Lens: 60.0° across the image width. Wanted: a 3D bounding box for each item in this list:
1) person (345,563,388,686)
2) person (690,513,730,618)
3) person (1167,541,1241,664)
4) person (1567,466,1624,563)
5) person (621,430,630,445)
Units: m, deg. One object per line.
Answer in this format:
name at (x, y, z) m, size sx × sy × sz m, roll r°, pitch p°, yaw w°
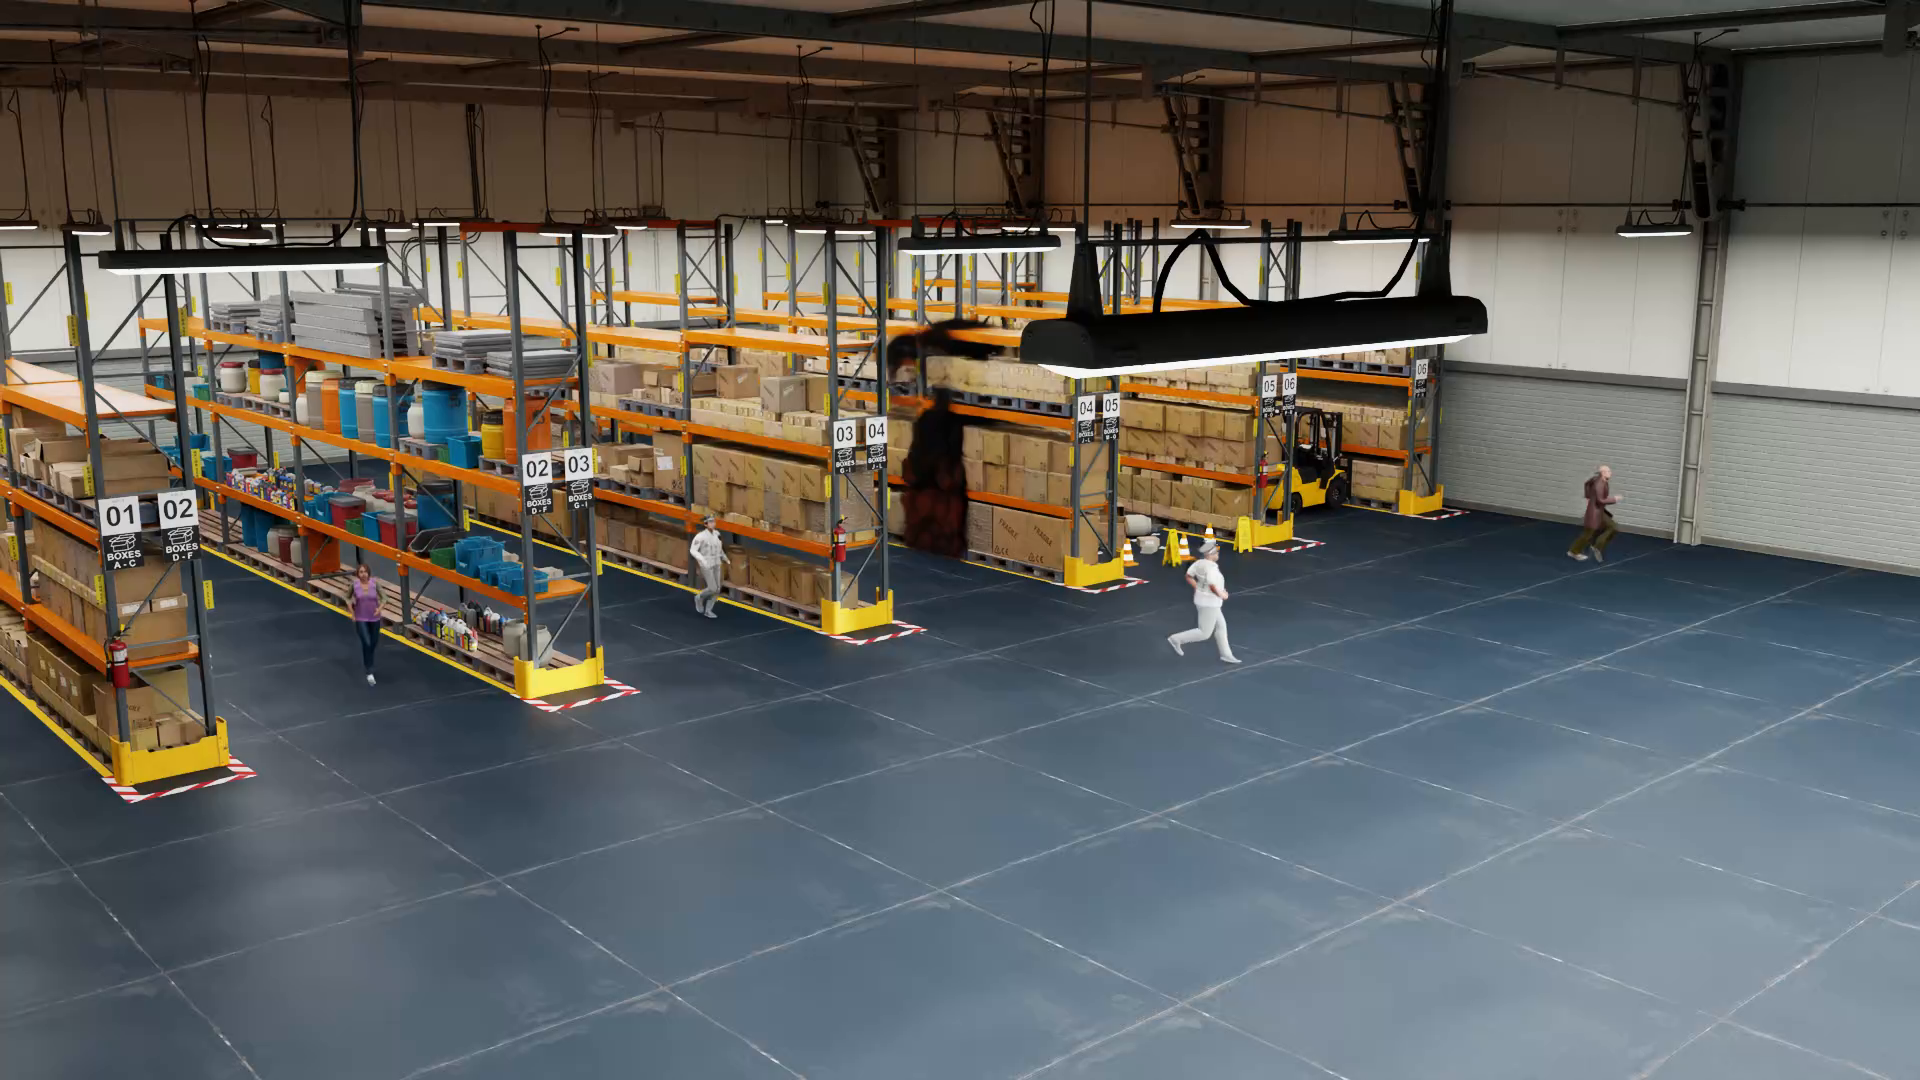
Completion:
person at (-7.994, 1.087, 22.445) m, size 0.535 × 1.622 × 0.766 m, roll -6°, pitch 13°, yaw -27°
person at (-3.856, 0.393, 25.734) m, size 0.539 × 1.651 × 0.595 m, roll 10°, pitch 15°, yaw 39°
person at (3.415, 0.901, 23.060) m, size 1.112 × 1.792 × 0.633 m, roll -1°, pitch 11°, yaw -7°
person at (11.357, -0.367, 29.702) m, size 0.886 × 1.579 × 0.752 m, roll 6°, pitch 13°, yaw 26°
person at (-8.279, -2.769, 41.332) m, size 0.675 × 1.715 × 0.746 m, roll 2°, pitch 12°, yaw 10°
